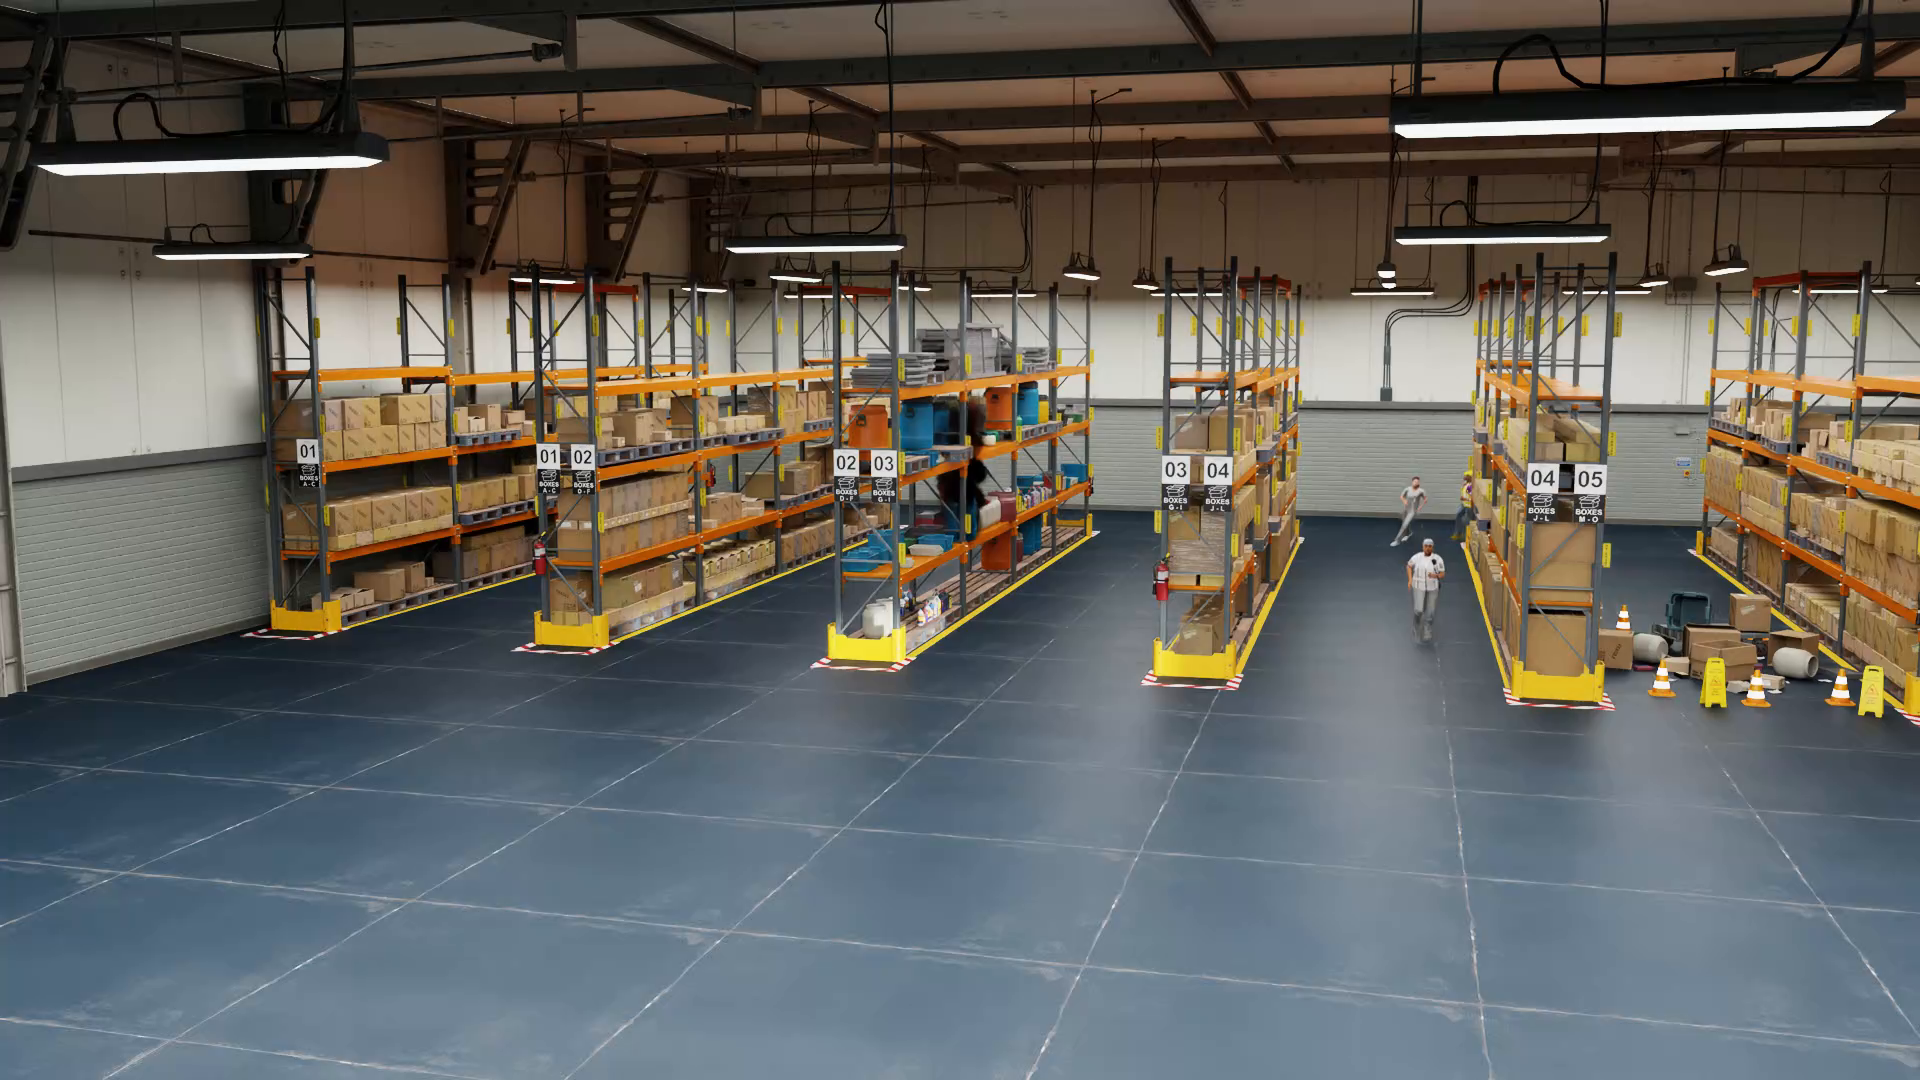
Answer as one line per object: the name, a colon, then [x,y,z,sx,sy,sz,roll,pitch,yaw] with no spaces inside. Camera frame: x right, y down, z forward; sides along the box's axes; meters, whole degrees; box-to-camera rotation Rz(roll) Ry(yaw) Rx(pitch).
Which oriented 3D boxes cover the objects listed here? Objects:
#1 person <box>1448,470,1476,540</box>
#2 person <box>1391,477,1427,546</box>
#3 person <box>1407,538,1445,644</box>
person: [12.048,-0.816,39.229,0.771,1.735,0.798,0,7,-1]
person: [10.438,-0.677,38.439,0.648,1.605,0.974,5,9,36]
person: [7.442,0.824,26.581,0.575,1.708,0.712,2,7,12]
